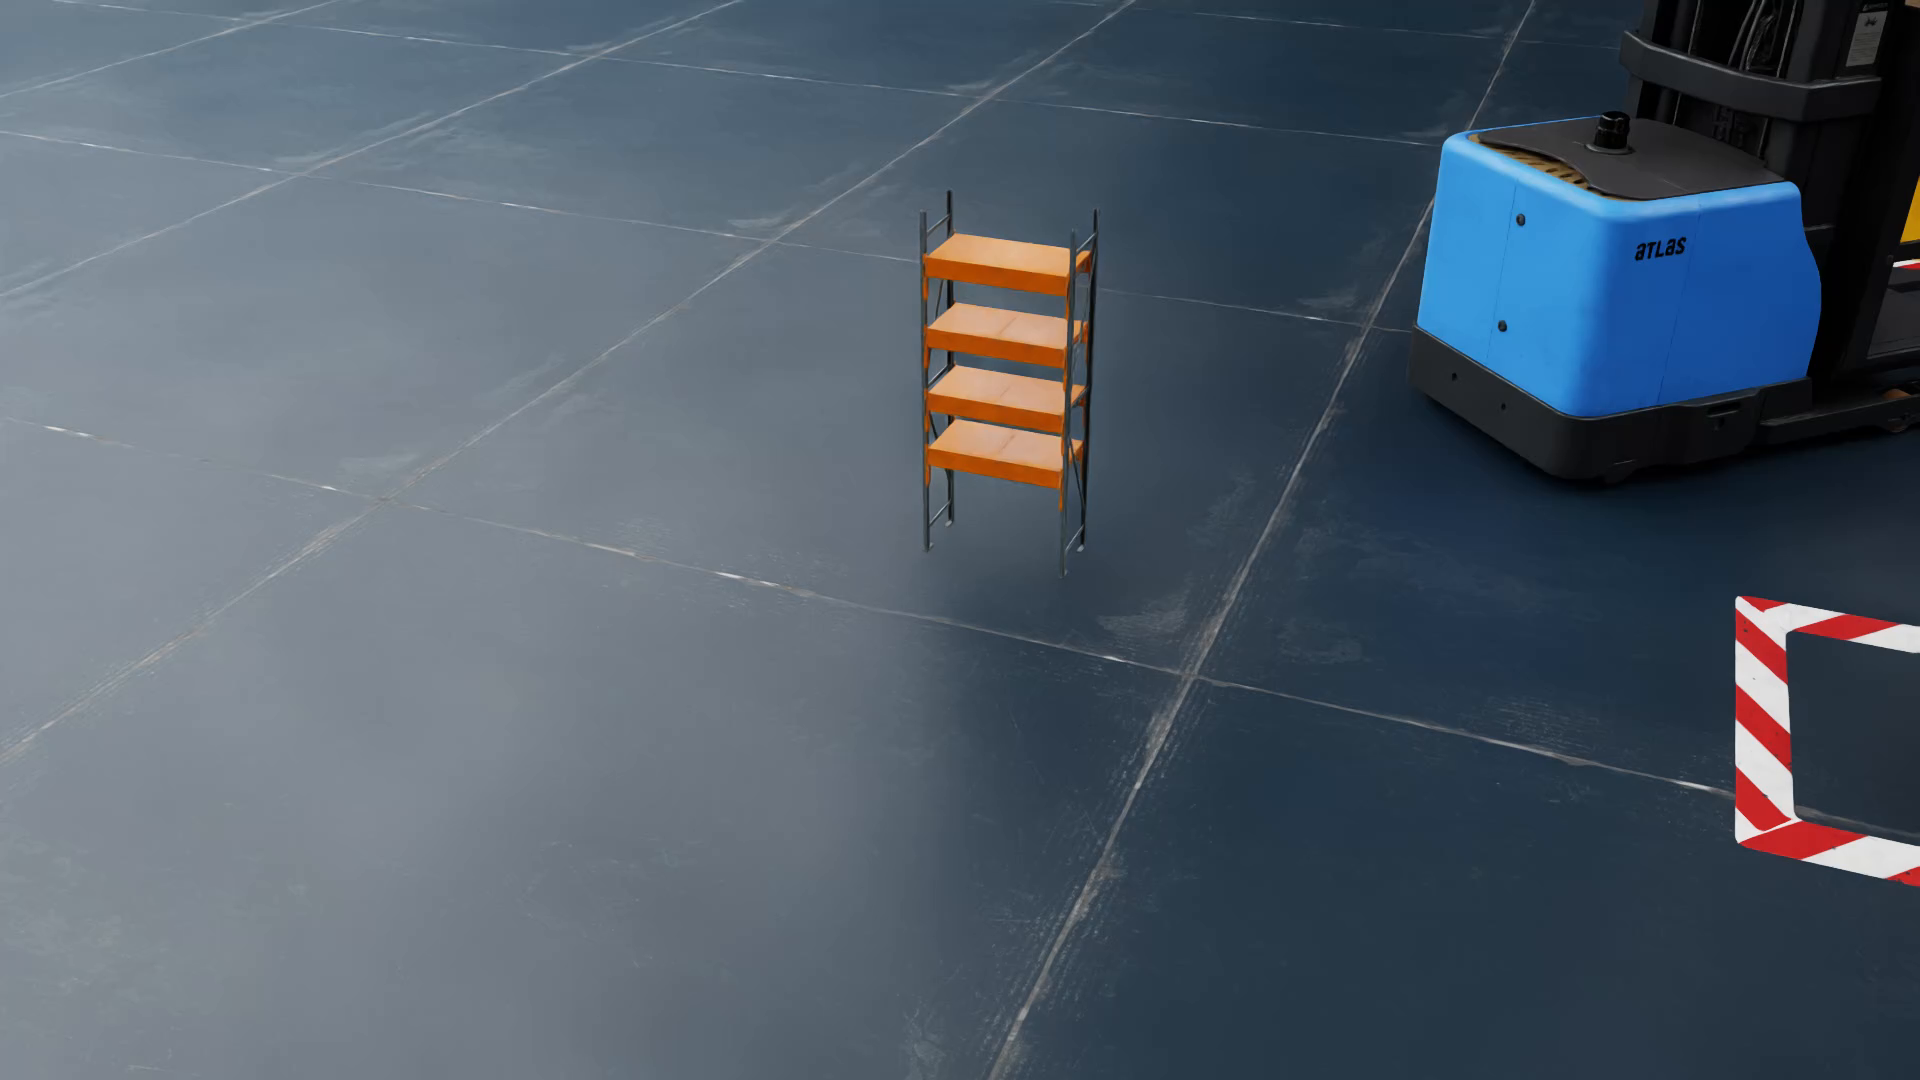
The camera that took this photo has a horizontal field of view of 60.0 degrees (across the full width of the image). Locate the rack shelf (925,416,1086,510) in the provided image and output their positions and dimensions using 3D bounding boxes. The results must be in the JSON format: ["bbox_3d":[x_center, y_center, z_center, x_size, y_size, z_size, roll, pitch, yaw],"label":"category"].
[{"bbox_3d":[0.153,-0.260,5.531,0.480,0.148,0.258,11,31,19],"label":"rack shelf"}]

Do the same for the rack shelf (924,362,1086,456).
[{"bbox_3d":[0.153,-0.433,5.434,0.480,0.148,0.258,11,31,19],"label":"rack shelf"}]

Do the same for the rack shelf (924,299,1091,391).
[{"bbox_3d":[0.153,-0.628,5.324,0.480,0.148,0.258,11,31,19],"label":"rack shelf"}]

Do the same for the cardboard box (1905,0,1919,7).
[{"bbox_3d":[7.150,-3.981,12.112,0.500,0.250,0.500,11,31,19],"label":"cardboard box"}]

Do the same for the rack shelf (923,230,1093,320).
[{"bbox_3d":[0.153,-0.834,5.207,0.480,0.148,0.258,11,31,19],"label":"rack shelf"}]

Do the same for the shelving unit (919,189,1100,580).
[{"bbox_3d":[0.153,-0.492,5.401,0.503,1.200,0.258,11,31,19],"label":"shelving unit"}]

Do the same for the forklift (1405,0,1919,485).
[{"bbox_3d":[3.382,-1.925,6.177,3.031,2.935,1.130,-11,31,-18],"label":"forklift"}]

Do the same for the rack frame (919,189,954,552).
[{"bbox_3d":[-0.073,-0.537,5.480,0.015,1.200,0.240,11,31,19],"label":"rack frame"}]

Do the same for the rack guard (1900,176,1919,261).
[{"bbox_3d":[4.959,-1.857,8.527,0.348,0.500,1.175,11,31,19],"label":"rack guard"}]

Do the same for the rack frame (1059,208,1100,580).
[{"bbox_3d":[0.379,-0.447,5.321,0.015,1.200,0.240,11,31,19],"label":"rack frame"}]
